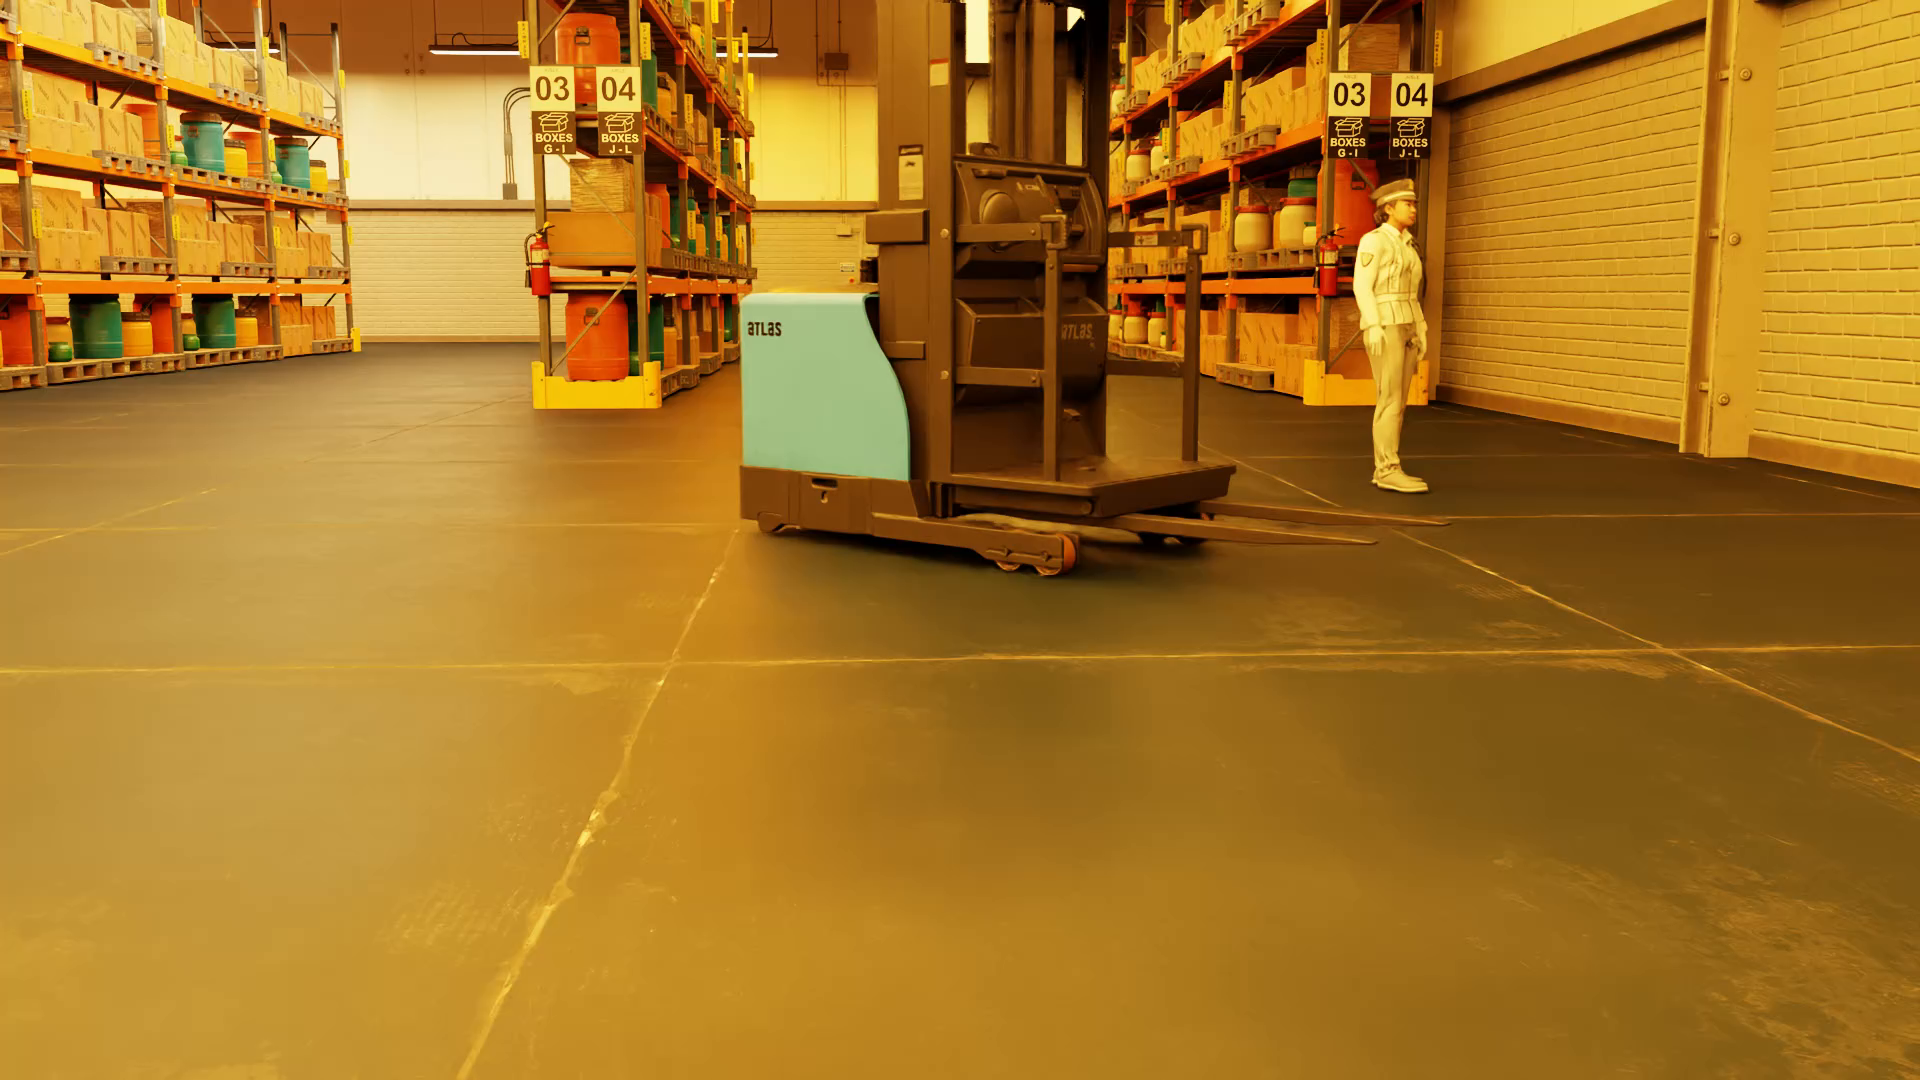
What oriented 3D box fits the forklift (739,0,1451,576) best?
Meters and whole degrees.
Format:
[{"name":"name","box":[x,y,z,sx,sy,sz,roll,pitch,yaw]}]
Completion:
[{"name":"forklift","box":[0.462,-1.398,6.744,3.031,2.935,1.130,7,11,39]}]

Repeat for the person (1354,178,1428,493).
[{"name":"person","box":[2.456,-1.132,9.164,0.509,1.697,0.601,7,11,39]}]
